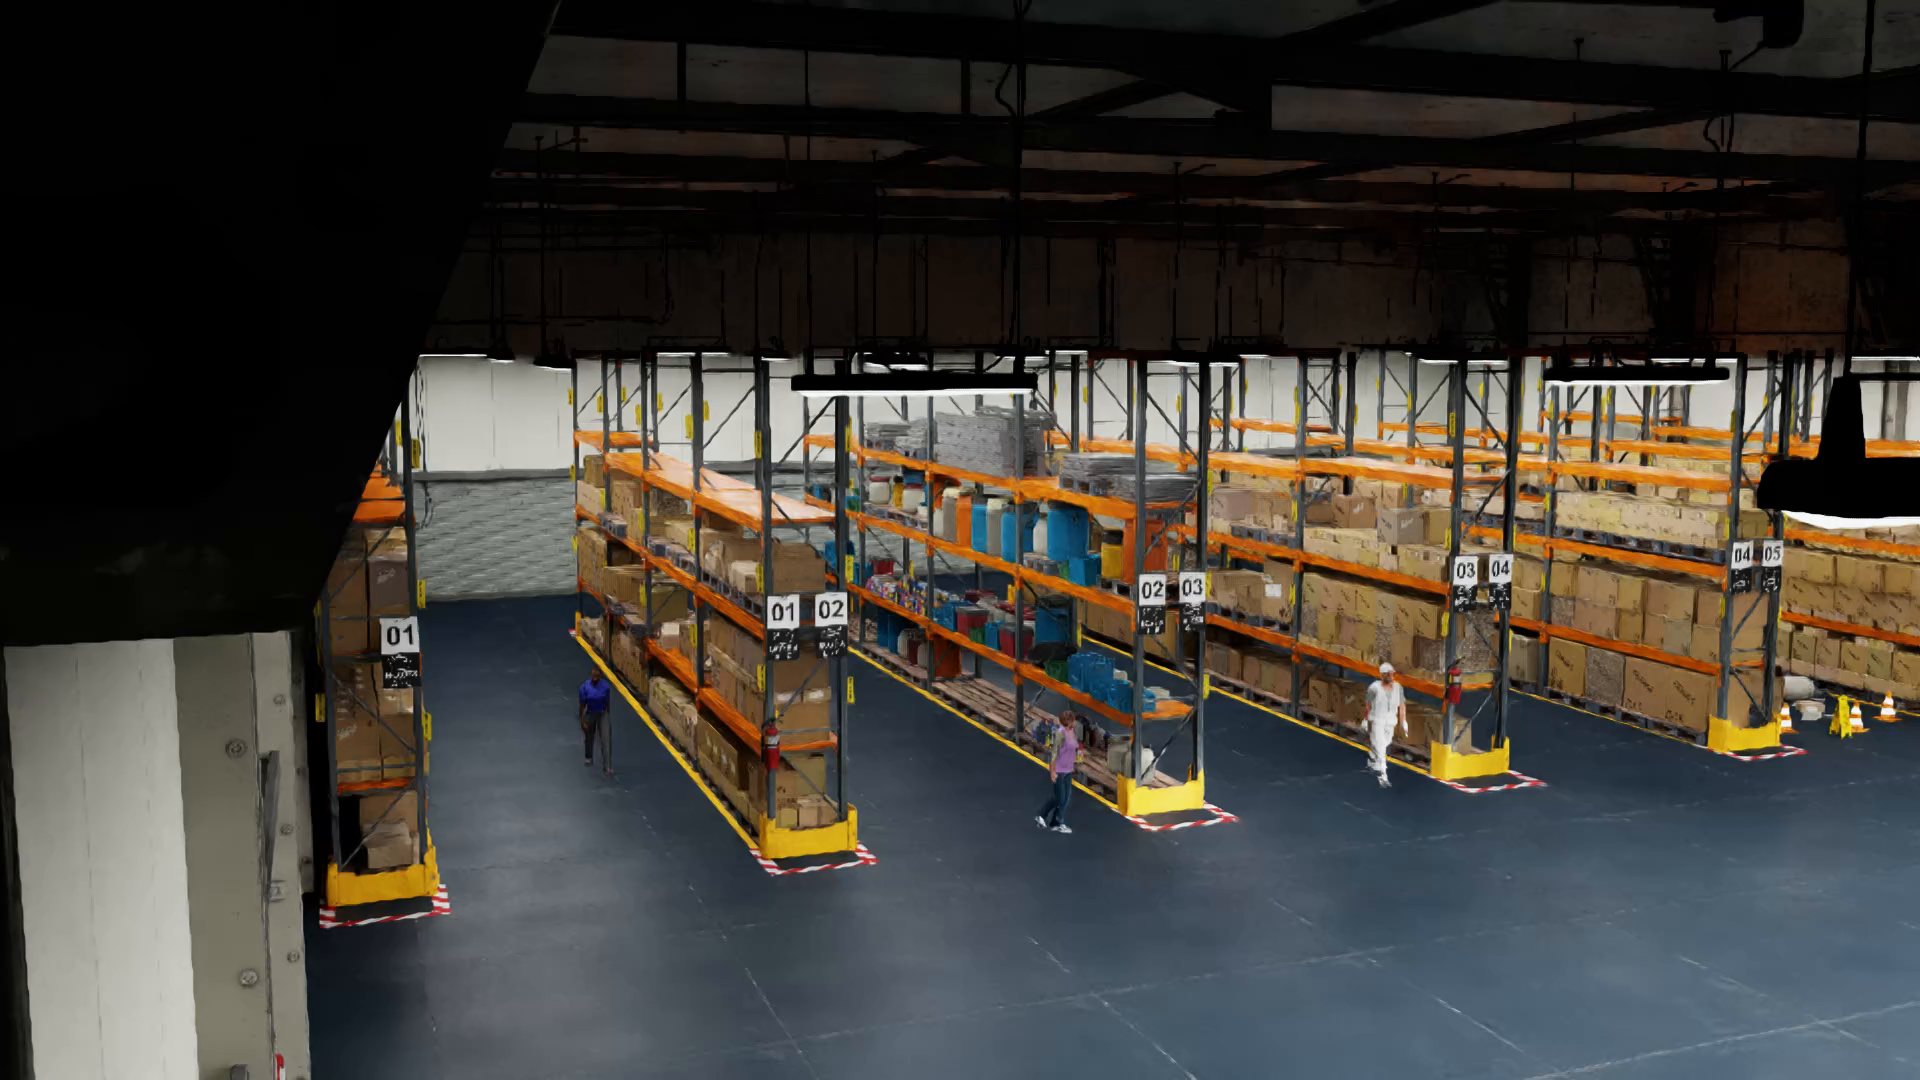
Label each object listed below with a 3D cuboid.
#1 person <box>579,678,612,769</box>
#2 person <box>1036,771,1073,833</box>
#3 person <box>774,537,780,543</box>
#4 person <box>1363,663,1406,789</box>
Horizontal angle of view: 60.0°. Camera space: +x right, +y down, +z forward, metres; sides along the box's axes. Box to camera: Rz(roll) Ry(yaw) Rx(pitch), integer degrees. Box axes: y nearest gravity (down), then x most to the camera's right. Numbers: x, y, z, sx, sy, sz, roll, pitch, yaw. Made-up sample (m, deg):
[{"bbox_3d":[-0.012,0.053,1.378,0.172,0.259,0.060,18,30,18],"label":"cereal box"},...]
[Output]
[{"bbox_3d":[-5.290,2.620,24.085,0.435,1.326,0.918,-2,7,-19],"label":"person"},{"bbox_3d":[1.196,3.248,21.159,0.463,0.948,0.407,4,8,31],"label":"person"},{"bbox_3d":[-4.307,0.660,39.457,0.461,1.531,0.867,0,7,1],"label":"person"},{"bbox_3d":[5.981,2.570,23.400,0.547,1.744,1.063,-2,7,-12],"label":"person"}]
